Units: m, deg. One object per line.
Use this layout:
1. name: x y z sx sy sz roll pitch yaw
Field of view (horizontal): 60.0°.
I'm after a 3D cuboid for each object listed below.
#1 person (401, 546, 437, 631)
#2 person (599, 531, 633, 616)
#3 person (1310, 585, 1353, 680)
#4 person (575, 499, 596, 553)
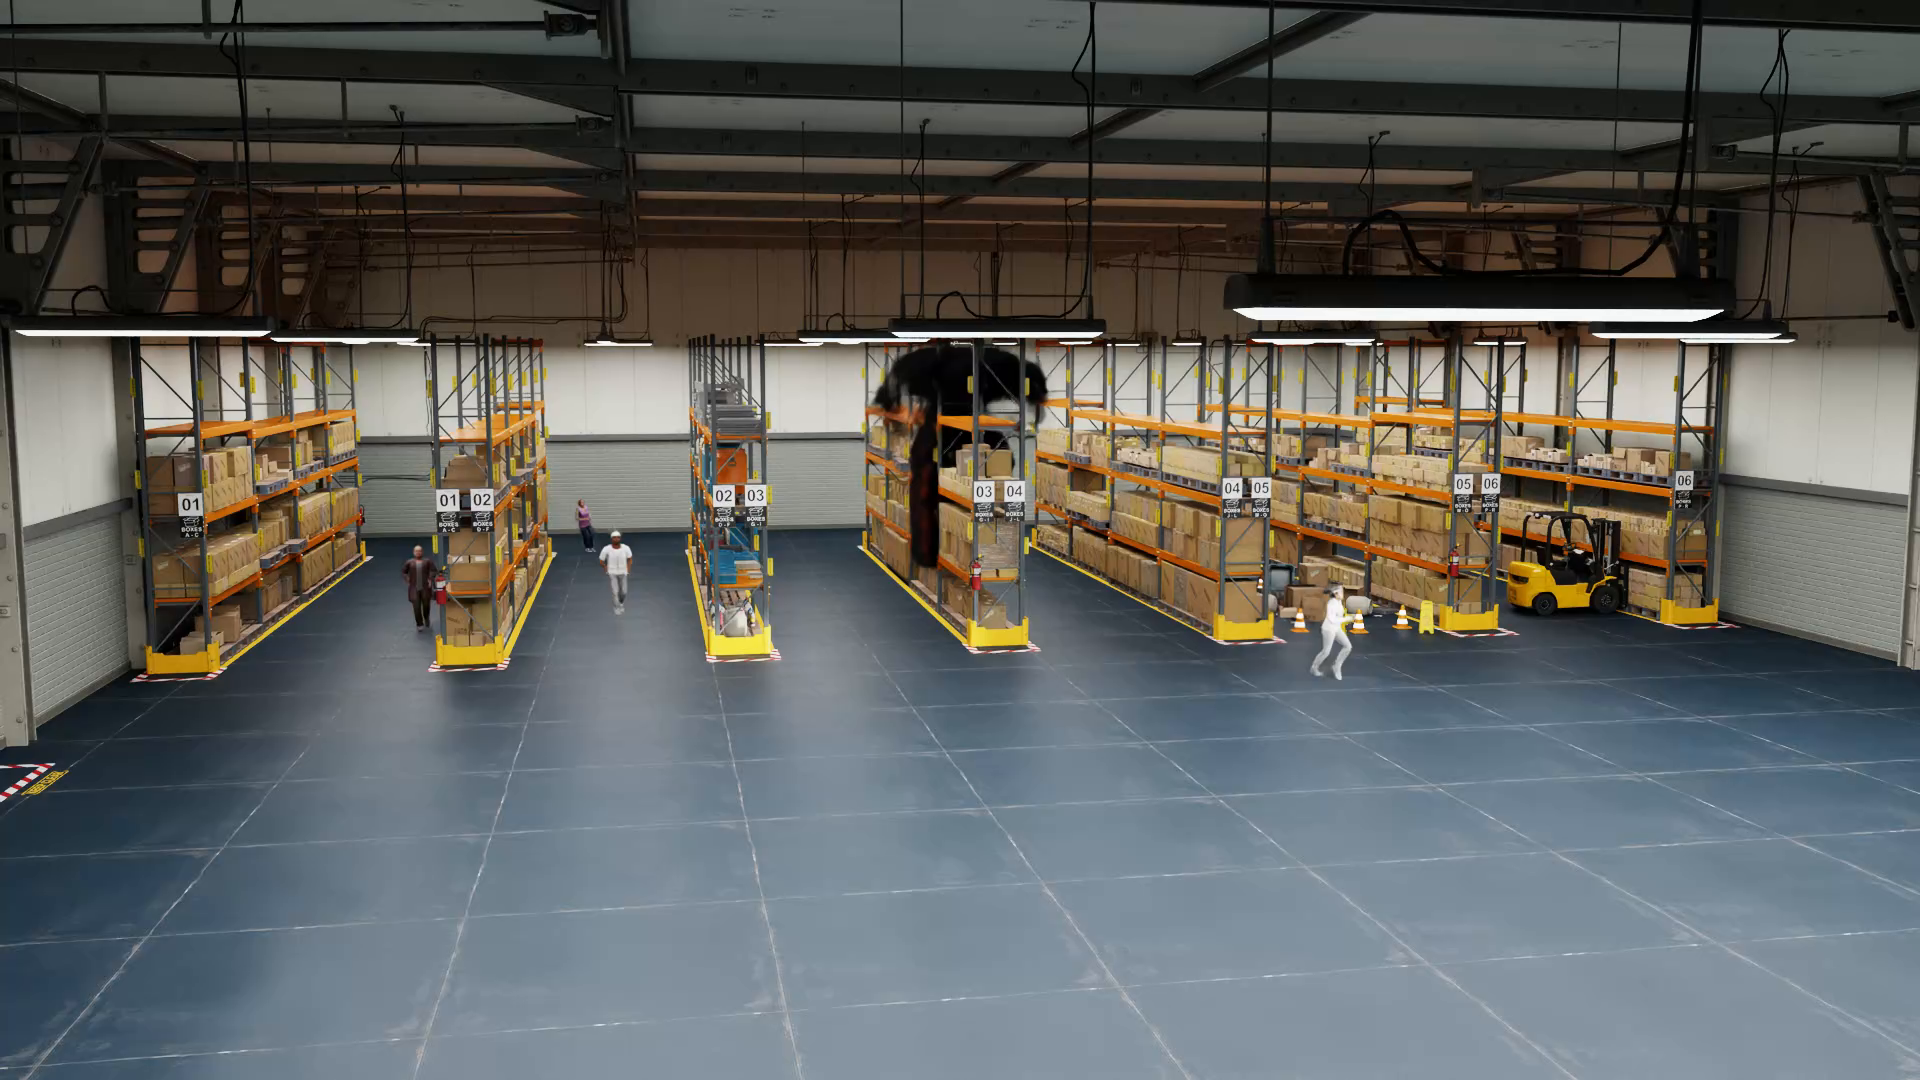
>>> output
1. person: -10.995 0.988 33.835 0.705 1.727 0.661 -2 7 -16
2. person: -7.014 0.684 33.996 0.697 1.733 0.556 -2 7 -20
3. person: 6.450 1.589 28.824 0.792 1.683 0.641 5 8 34
4. person: -10.546 -0.390 46.665 0.595 1.573 0.610 -5 8 -37
